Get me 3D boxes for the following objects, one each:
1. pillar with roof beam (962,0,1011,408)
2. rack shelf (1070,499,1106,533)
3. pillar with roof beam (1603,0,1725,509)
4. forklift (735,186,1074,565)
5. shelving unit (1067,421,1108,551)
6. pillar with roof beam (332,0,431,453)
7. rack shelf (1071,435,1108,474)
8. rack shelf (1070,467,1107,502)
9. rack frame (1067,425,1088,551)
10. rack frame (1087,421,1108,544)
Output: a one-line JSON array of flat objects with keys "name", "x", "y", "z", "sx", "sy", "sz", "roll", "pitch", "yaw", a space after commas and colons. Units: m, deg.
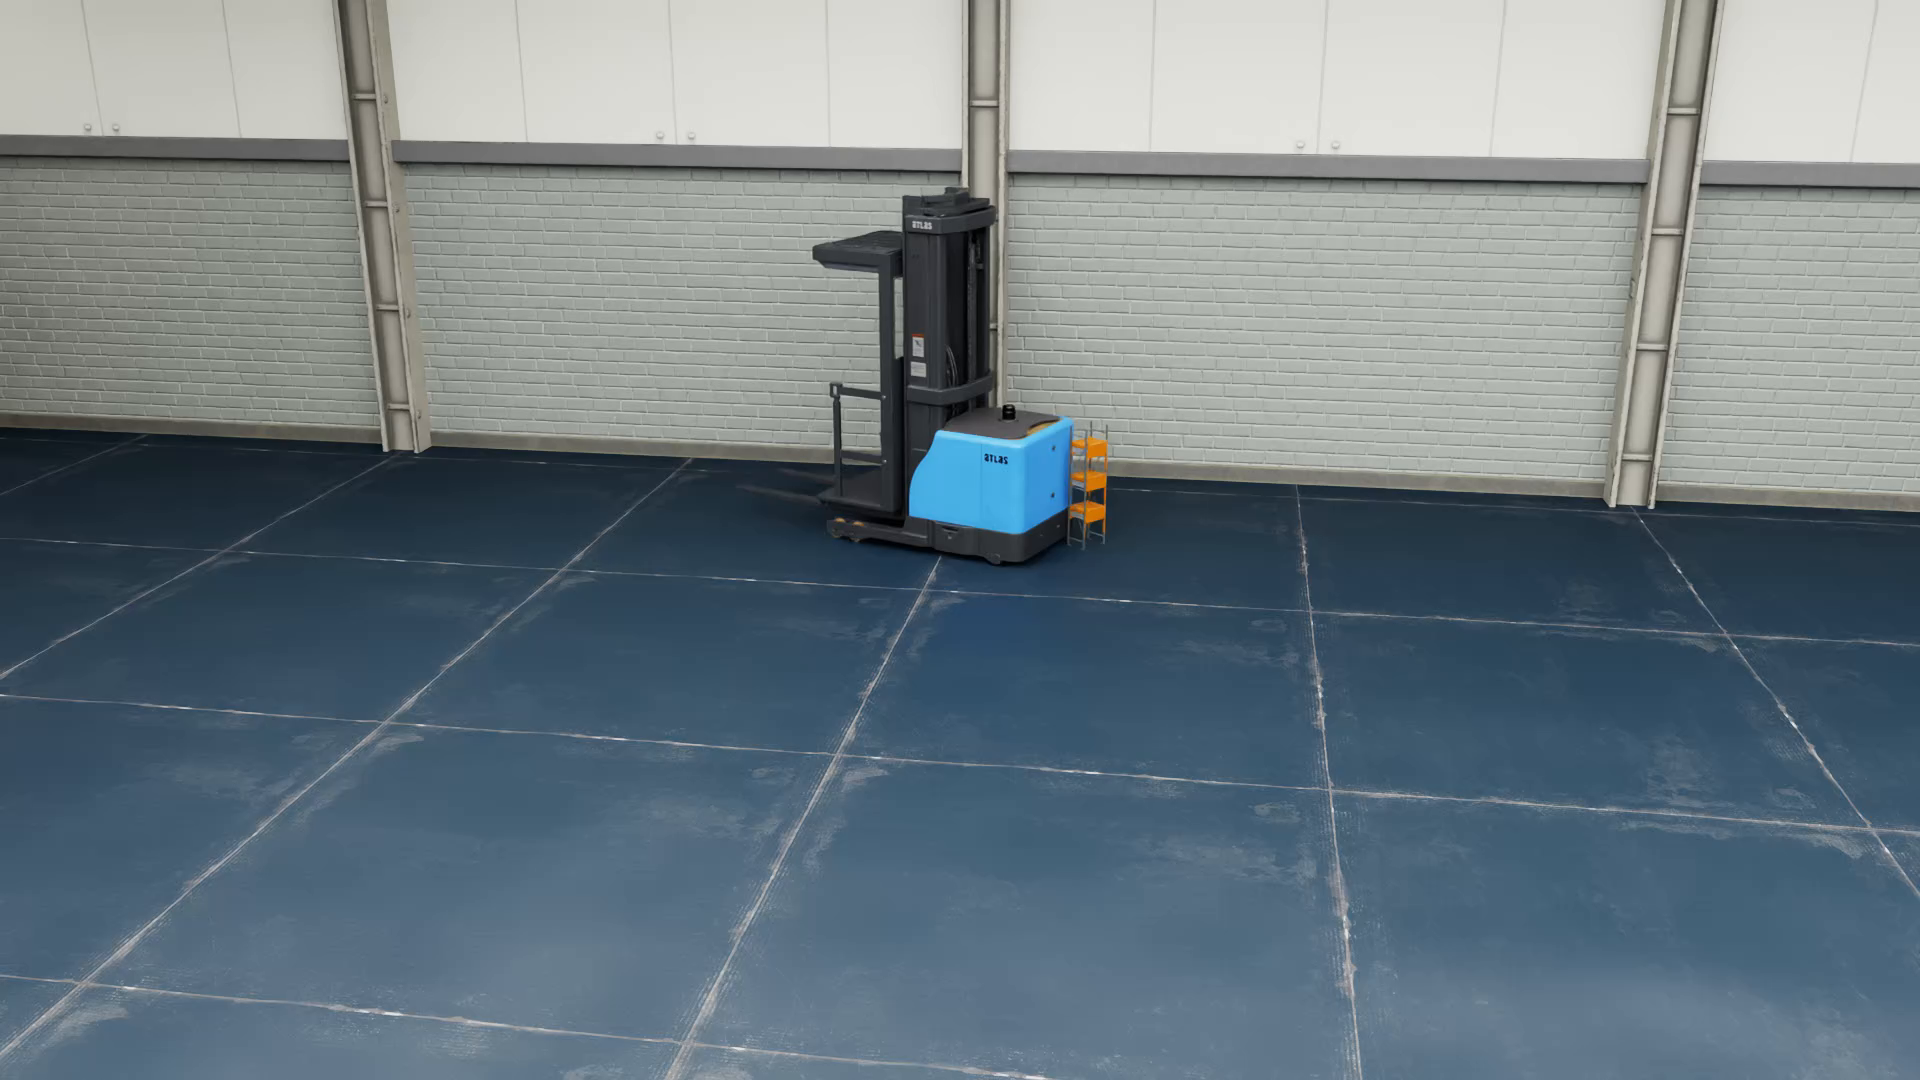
[{"name": "pillar with roof beam", "x": -0.447, "y": -3.564, "z": 10.772, "sx": 0.400, "sy": 9.000, "sz": 9.100, "roll": 3, "pitch": 19, "yaw": 9}, {"name": "rack shelf", "x": 1.074, "y": -0.184, "z": 14.108, "sx": 0.240, "sy": 0.259, "sz": 0.215, "roll": -16, "pitch": 24, "yaw": -39}, {"name": "pillar with roof beam", "x": 5.477, "y": -3.262, "z": 9.870, "sx": 0.400, "sy": 9.000, "sz": 9.100, "roll": 3, "pitch": 19, "yaw": 9}, {"name": "forklift", "x": -0.561, "y": -1.512, "z": 14.204, "sx": 3.031, "sy": 2.935, "sz": 1.130, "roll": 10, "pitch": 21, "yaw": 28}, {"name": "shelving unit", "x": 1.074, "y": -0.458, "z": 14.016, "sx": 0.252, "sy": 1.050, "sz": 0.215, "roll": -16, "pitch": 24, "yaw": -39}, {"name": "pillar with roof beam", "x": -6.371, "y": -3.866, "z": 11.675, "sx": 0.400, "sy": 9.000, "sz": 9.100, "roll": 3, "pitch": 19, "yaw": 9}, {"name": "rack shelf", "x": 1.074, "y": -0.717, "z": 13.930, "sx": 0.240, "sy": 0.259, "sz": 0.215, "roll": -16, "pitch": 24, "yaw": -39}, {"name": "rack shelf", "x": 1.074, "y": -0.448, "z": 14.020, "sx": 0.240, "sy": 0.259, "sz": 0.215, "roll": -16, "pitch": 24, "yaw": -39}, {"name": "rack frame", "x": 0.983, "y": -0.432, "z": 13.940, "sx": 0.008, "sy": 1.050, "sz": 0.200, "roll": -16, "pitch": 24, "yaw": -39}, {"name": "rack frame", "x": 1.166, "y": -0.483, "z": 14.093, "sx": 0.008, "sy": 1.050, "sz": 0.200, "roll": -16, "pitch": 24, "yaw": -39}]
